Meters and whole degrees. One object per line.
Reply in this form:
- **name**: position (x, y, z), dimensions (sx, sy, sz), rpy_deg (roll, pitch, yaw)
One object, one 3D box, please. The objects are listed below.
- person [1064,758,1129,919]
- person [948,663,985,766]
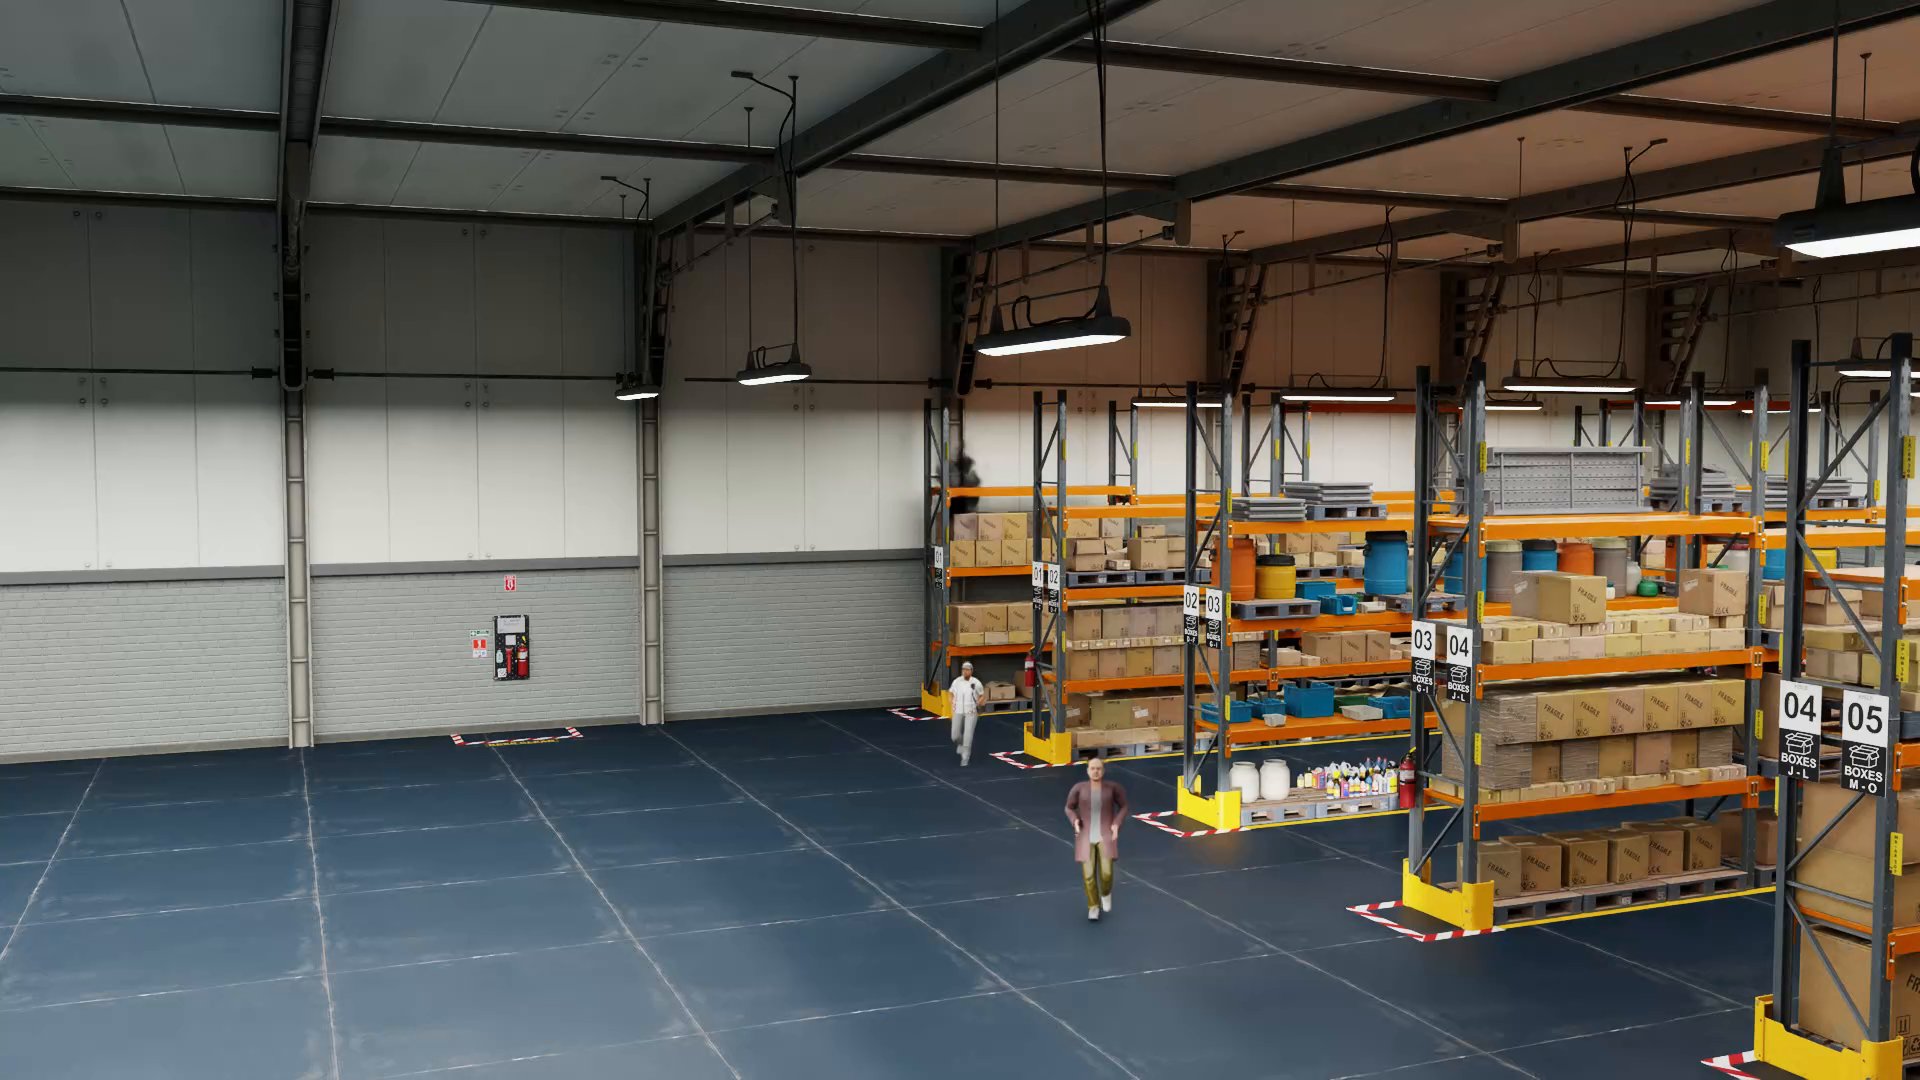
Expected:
- **person**: position (1.472, 3.233, 17.987), dimensions (0.703, 1.728, 0.654), rpy_deg (0, 3, 8)
- **person**: position (0.093, 2.787, 26.820), dimensions (0.612, 1.638, 0.599), rpy_deg (1, 3, 11)
